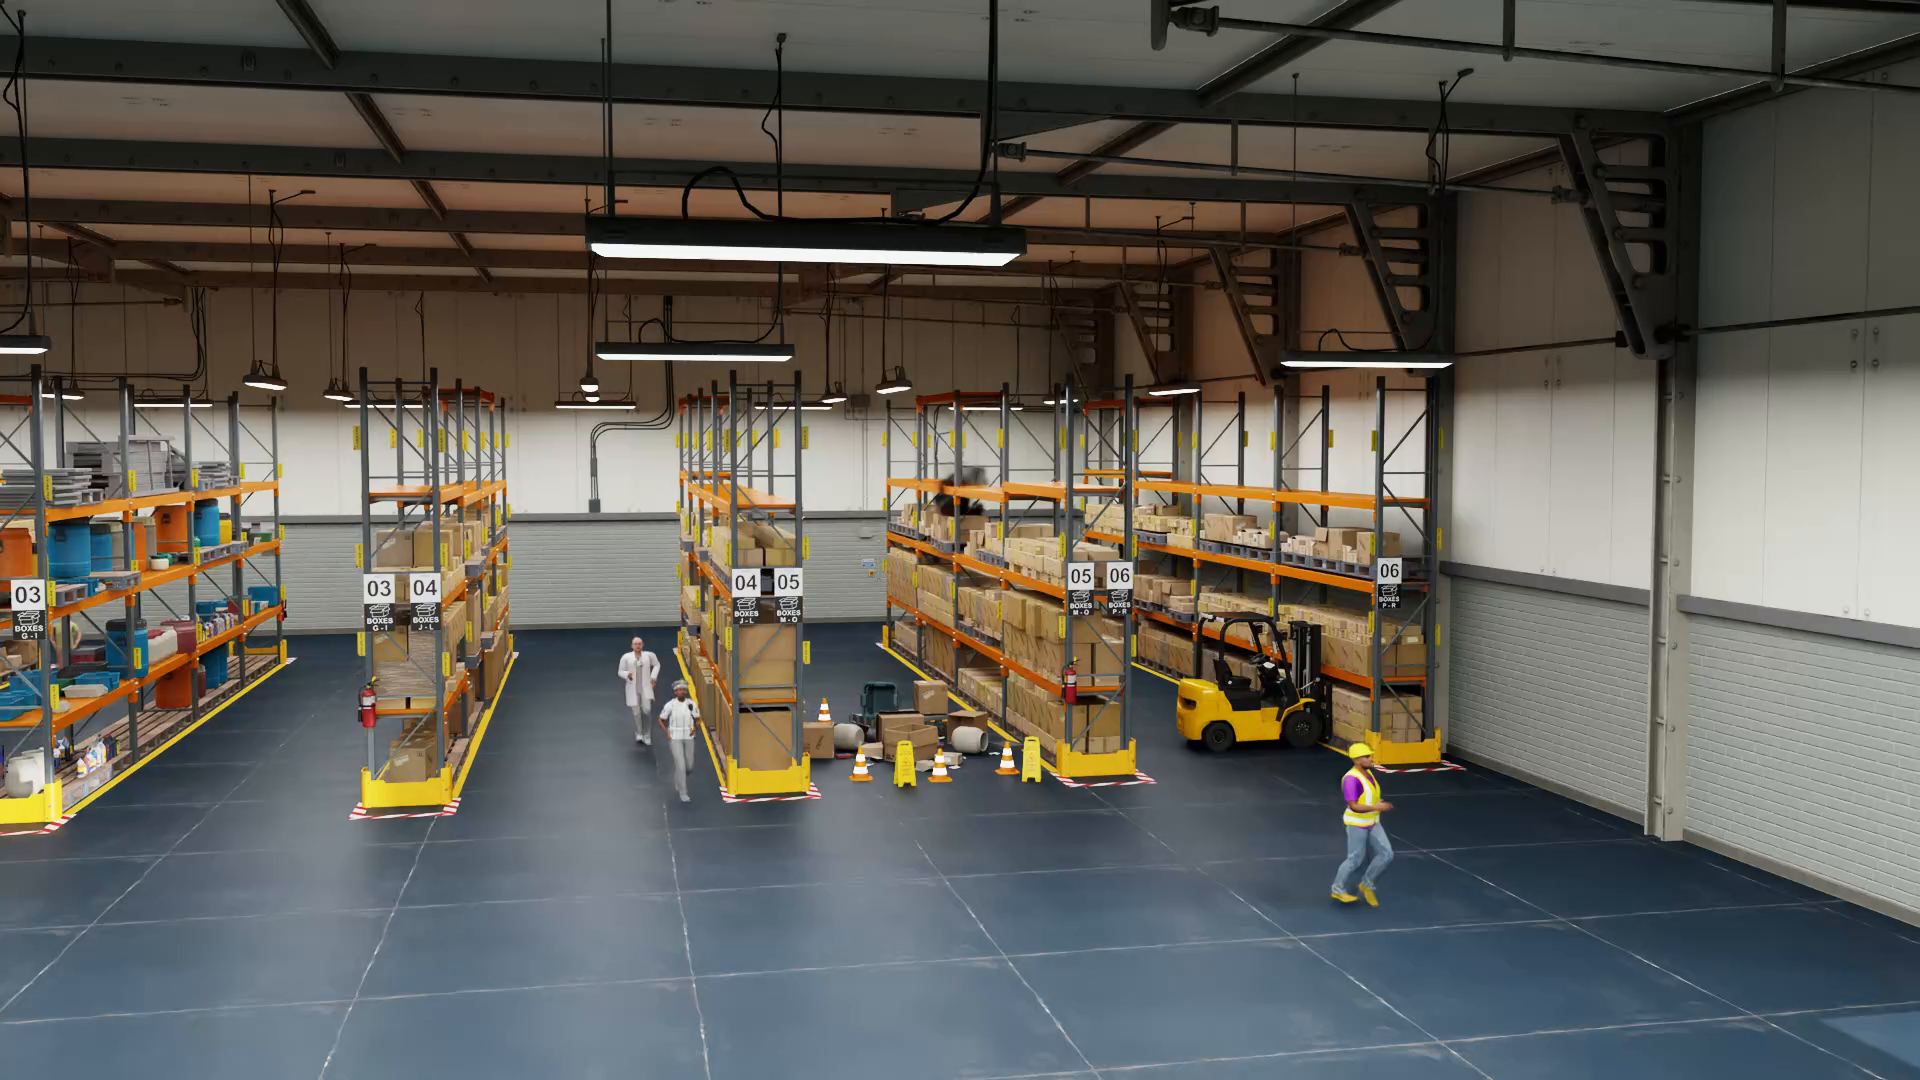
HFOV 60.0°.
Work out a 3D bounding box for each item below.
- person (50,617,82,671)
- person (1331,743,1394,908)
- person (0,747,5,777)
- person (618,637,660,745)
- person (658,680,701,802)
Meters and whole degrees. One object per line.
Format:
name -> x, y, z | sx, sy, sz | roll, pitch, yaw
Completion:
person -> -17.943, 2.203, 33.303 | 0.581, 1.632, 0.531 | -1, 4, -16
person -> 4.330, 3.063, 17.804 | 0.711, 1.784, 0.671 | 3, 5, 41
person -> -11.799, 3.006, 20.120 | 0.503, 1.577, 0.584 | 1, 4, 17
person -> -5.277, 2.497, 27.385 | 0.681, 1.796, 0.775 | -1, 3, -10
person -> -3.911, 2.803, 23.348 | 0.595, 1.709, 0.666 | -2, 4, -28
